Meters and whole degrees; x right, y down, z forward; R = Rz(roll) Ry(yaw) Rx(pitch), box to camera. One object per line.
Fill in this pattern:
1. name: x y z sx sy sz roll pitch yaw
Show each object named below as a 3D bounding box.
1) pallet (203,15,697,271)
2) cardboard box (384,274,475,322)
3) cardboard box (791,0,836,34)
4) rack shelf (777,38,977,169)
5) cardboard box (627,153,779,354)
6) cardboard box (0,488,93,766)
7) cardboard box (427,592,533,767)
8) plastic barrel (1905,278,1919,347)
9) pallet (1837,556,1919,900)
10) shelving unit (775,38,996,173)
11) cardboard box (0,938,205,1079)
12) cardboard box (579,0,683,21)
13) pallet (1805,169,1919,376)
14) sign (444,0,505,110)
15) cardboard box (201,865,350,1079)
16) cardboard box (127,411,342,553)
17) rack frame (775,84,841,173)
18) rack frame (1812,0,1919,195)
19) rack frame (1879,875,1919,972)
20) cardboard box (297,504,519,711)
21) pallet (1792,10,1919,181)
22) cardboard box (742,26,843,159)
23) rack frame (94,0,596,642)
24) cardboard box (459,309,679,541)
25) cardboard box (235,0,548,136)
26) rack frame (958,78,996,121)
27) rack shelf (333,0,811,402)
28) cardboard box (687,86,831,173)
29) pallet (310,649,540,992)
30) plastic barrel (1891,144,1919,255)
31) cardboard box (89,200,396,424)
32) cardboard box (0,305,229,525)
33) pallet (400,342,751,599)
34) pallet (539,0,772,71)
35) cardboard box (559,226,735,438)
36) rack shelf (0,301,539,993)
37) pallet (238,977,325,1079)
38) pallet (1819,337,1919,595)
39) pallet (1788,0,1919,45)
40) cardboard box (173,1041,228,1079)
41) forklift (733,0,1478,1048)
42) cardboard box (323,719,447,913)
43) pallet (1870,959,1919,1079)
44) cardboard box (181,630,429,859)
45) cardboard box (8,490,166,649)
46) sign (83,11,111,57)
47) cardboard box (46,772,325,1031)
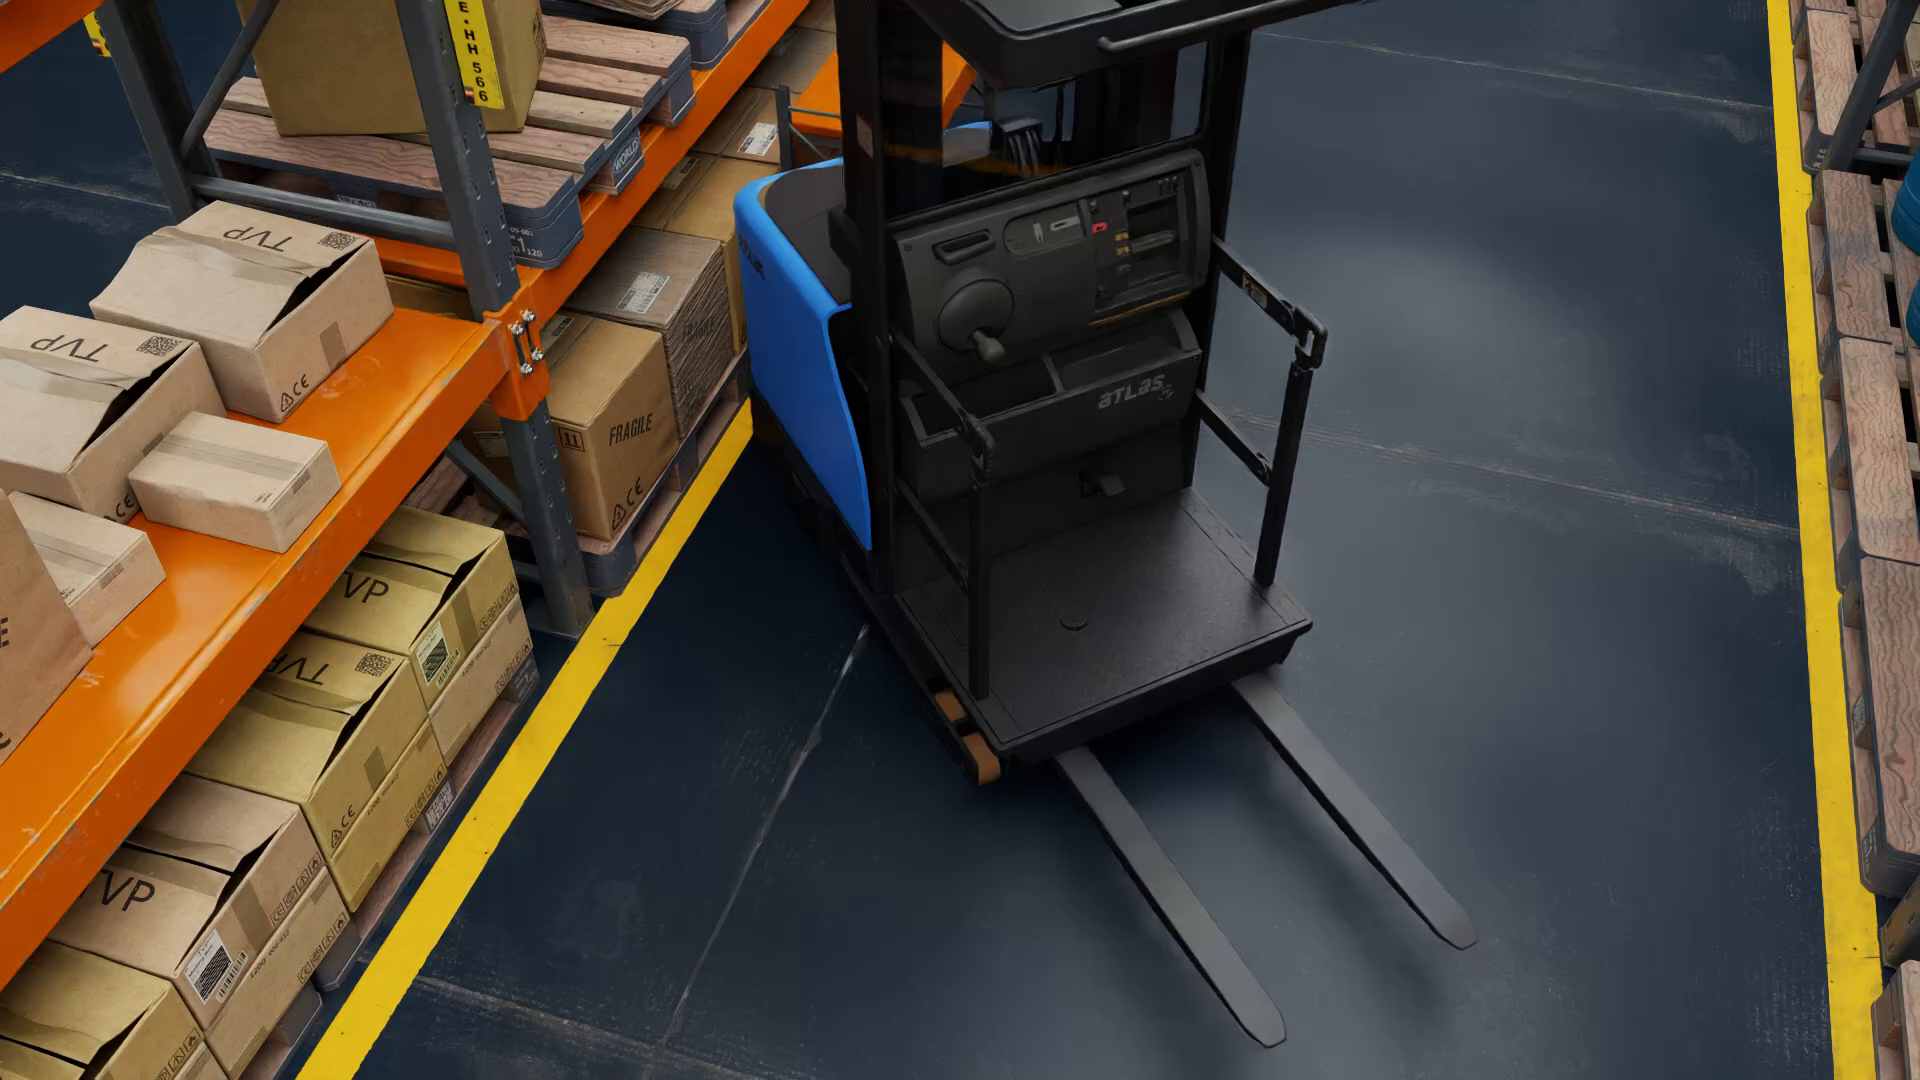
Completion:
1. pallet: -1.560 -1.286 5.057 1.213 0.211 1.003 13 46 13
2. cardboard box: -1.639 -0.825 5.921 0.500 0.500 0.500 14 46 14
3. cardboard box: -0.522 -2.100 7.224 0.500 0.500 0.500 13 46 13
4. rack shelf: -0.248 -1.664 6.227 0.538 0.278 1.000 12 46 12
5. cardboard box: -0.979 -1.078 6.179 0.500 0.500 0.500 12 46 12
6. cardboard box: -2.191 0.198 3.331 0.500 0.500 0.500 10 45 10
7. cardboard box: -1.626 0.347 4.916 0.500 0.250 0.500 14 46 13
8. plastic barrel: 3.837 -1.071 5.900 0.600 0.901 0.708 13 46 13
9. pallet: 3.220 0.626 4.959 1.003 0.211 1.213 13 46 13
10. shelving unit: -0.248 -1.455 6.432 0.538 1.125 1.048 12 46 12
11. cardboard box: -2.083 1.163 3.682 0.500 0.311 0.500 14 46 14
12. cardboard box: -1.157 -2.086 5.366 0.700 0.500 0.500 21 48 20
13. pallet: 3.959 -1.000 6.621 1.003 0.211 1.213 13 46 13
14. sign: -1.169 -1.186 3.990 0.100 0.325 0.005 13 46 13
15. cardboard box: -1.934 1.026 4.222 0.500 0.250 0.500 14 46 13
16. cardboard box: -1.708 -0.140 3.928 0.380 0.149 0.250 13 46 13
17. rack frame: -0.395 -1.114 6.084 0.500 1.125 0.032 12 46 12
18. rack frame: 4.232 -2.502 6.162 1.000 3.000 0.127 13 46 13
19. rack frame: 3.021 0.164 3.438 1.000 3.000 0.127 13 46 13
20. cardboard box: -1.623 0.146 4.721 0.500 0.311 0.500 14 46 14
21. pallet: 4.418 -2.004 7.647 1.003 0.211 1.213 13 46 13
22. cardboard box: -0.674 -1.766 6.883 0.500 0.500 0.500 13 46 13
23. rack frame: -1.699 -0.888 4.512 1.000 3.000 0.127 13 46 13
24. cardboard box: -1.289 -0.394 5.481 0.500 0.500 0.500 14 46 14
25. cardboard box: -1.616 -1.517 4.784 0.700 0.500 0.500 -1 44 -1
26. rack frame: -0.100 -1.795 6.780 0.500 1.125 0.032 12 46 12
27. rack shelf: -1.093 -1.964 6.126 1.077 0.370 4.000 13 46 13
28. cardboard box: -0.826 -1.427 6.536 0.500 0.500 0.500 11 45 11
29. pallet: -1.985 0.649 4.935 1.003 0.211 1.213 13 46 13
30. plastic barrel: 4.051 -1.543 6.383 0.600 0.901 0.708 13 46 13
31. cardboard box: -1.851 -0.623 4.305 0.500 0.311 0.500 15 46 15
32. cardboard box: -2.154 -0.301 3.976 0.500 0.311 0.500 12 46 12
33. pallet: -1.437 -0.381 5.988 1.003 0.211 1.213 13 46 13
34. pallet: -1.114 -2.116 5.905 1.003 0.211 1.213 13 46 13
35. cardboard box: -1.135 -0.745 5.839 0.500 0.500 0.500 11 45 11
36. rack shelf: -2.305 0.703 3.402 1.077 0.370 4.000 13 46 13
37. pallet: -2.357 1.460 4.107 1.003 0.211 1.213 13 46 13
38. pallet: 3.591 -0.184 5.787 1.003 0.211 1.213 13 46 13
39. pallet: 4.785 -2.820 8.481 1.003 0.211 1.213 13 46 13
40. cardboard box: -2.087 1.370 3.871 0.500 0.250 0.500 13 46 13
41. forklift: 0.369 -0.671 4.340 1.130 2.935 3.031 -20 48 -19
42. cardboard box: -1.778 0.692 4.564 0.500 0.250 0.500 12 46 12
43. pallet: 2.749 1.669 3.894 1.003 0.211 1.213 13 46 13
44. cardboard box: -1.774 0.494 4.366 0.500 0.311 0.500 12 46 12
45. cardboard box: -2.031 0.064 3.719 0.380 0.149 0.250 16 47 15
46. sign: -2.219 -1.382 4.246 0.100 0.325 0.005 13 46 13
47. cardboard box: -1.929 0.829 4.022 0.500 0.311 0.500 12 46 12
